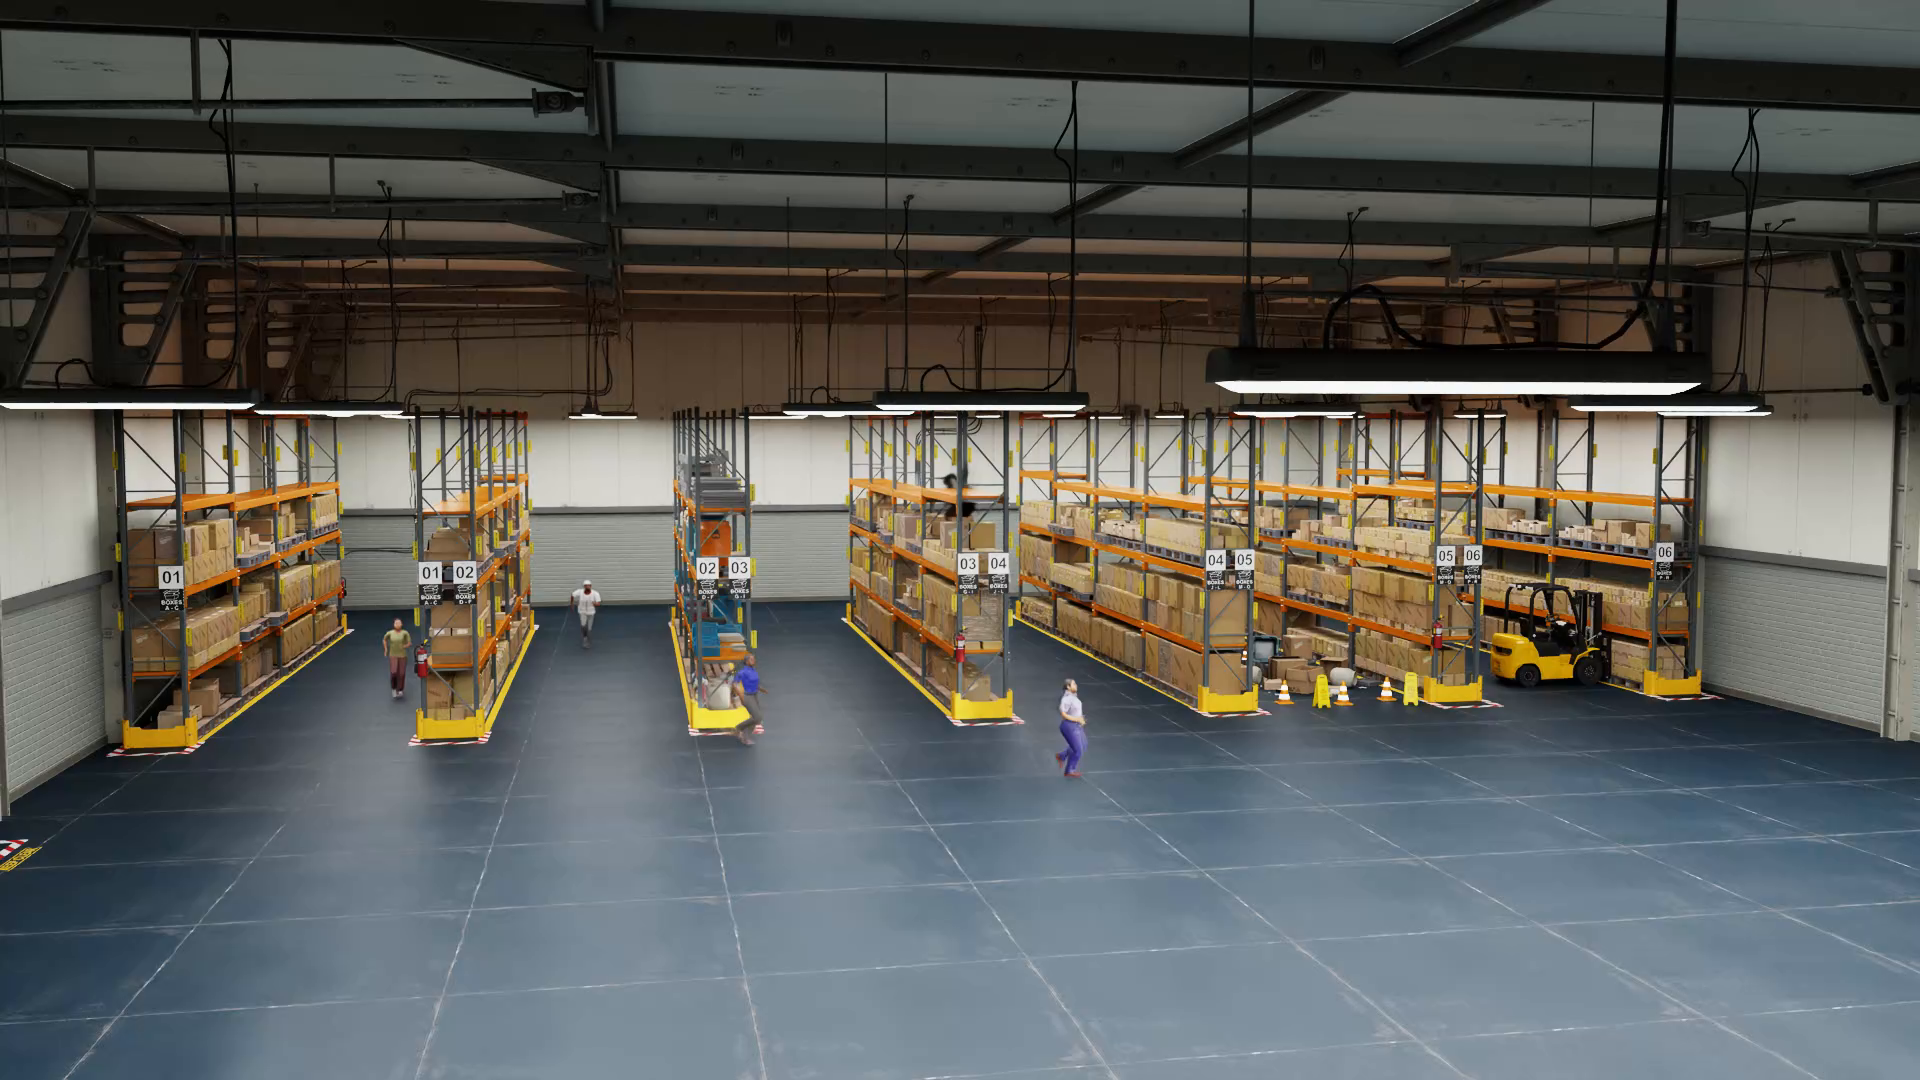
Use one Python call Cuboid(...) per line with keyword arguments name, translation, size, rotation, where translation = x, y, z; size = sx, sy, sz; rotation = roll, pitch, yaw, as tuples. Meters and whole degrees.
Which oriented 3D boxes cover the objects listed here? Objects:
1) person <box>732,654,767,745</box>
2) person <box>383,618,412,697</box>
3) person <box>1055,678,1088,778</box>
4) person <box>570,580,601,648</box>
Cuboid(name="person", translation=(-3.682, 2.834, 29.448), size=(0.553, 1.604, 0.575), rotation=(2, 4, 23))
Cuboid(name="person", translation=(-11.655, 2.434, 34.474), size=(0.554, 1.642, 0.645), rotation=(-2, 4, -21))
Cuboid(name="person", translation=(1.803, 3.024, 26.798), size=(0.551, 1.586, 0.603), rotation=(1, 4, 16))
Cuboid(name="person", translation=(-9.433, 1.859, 41.935), size=(0.738, 1.719, 0.788), rotation=(-1, 4, -15))
